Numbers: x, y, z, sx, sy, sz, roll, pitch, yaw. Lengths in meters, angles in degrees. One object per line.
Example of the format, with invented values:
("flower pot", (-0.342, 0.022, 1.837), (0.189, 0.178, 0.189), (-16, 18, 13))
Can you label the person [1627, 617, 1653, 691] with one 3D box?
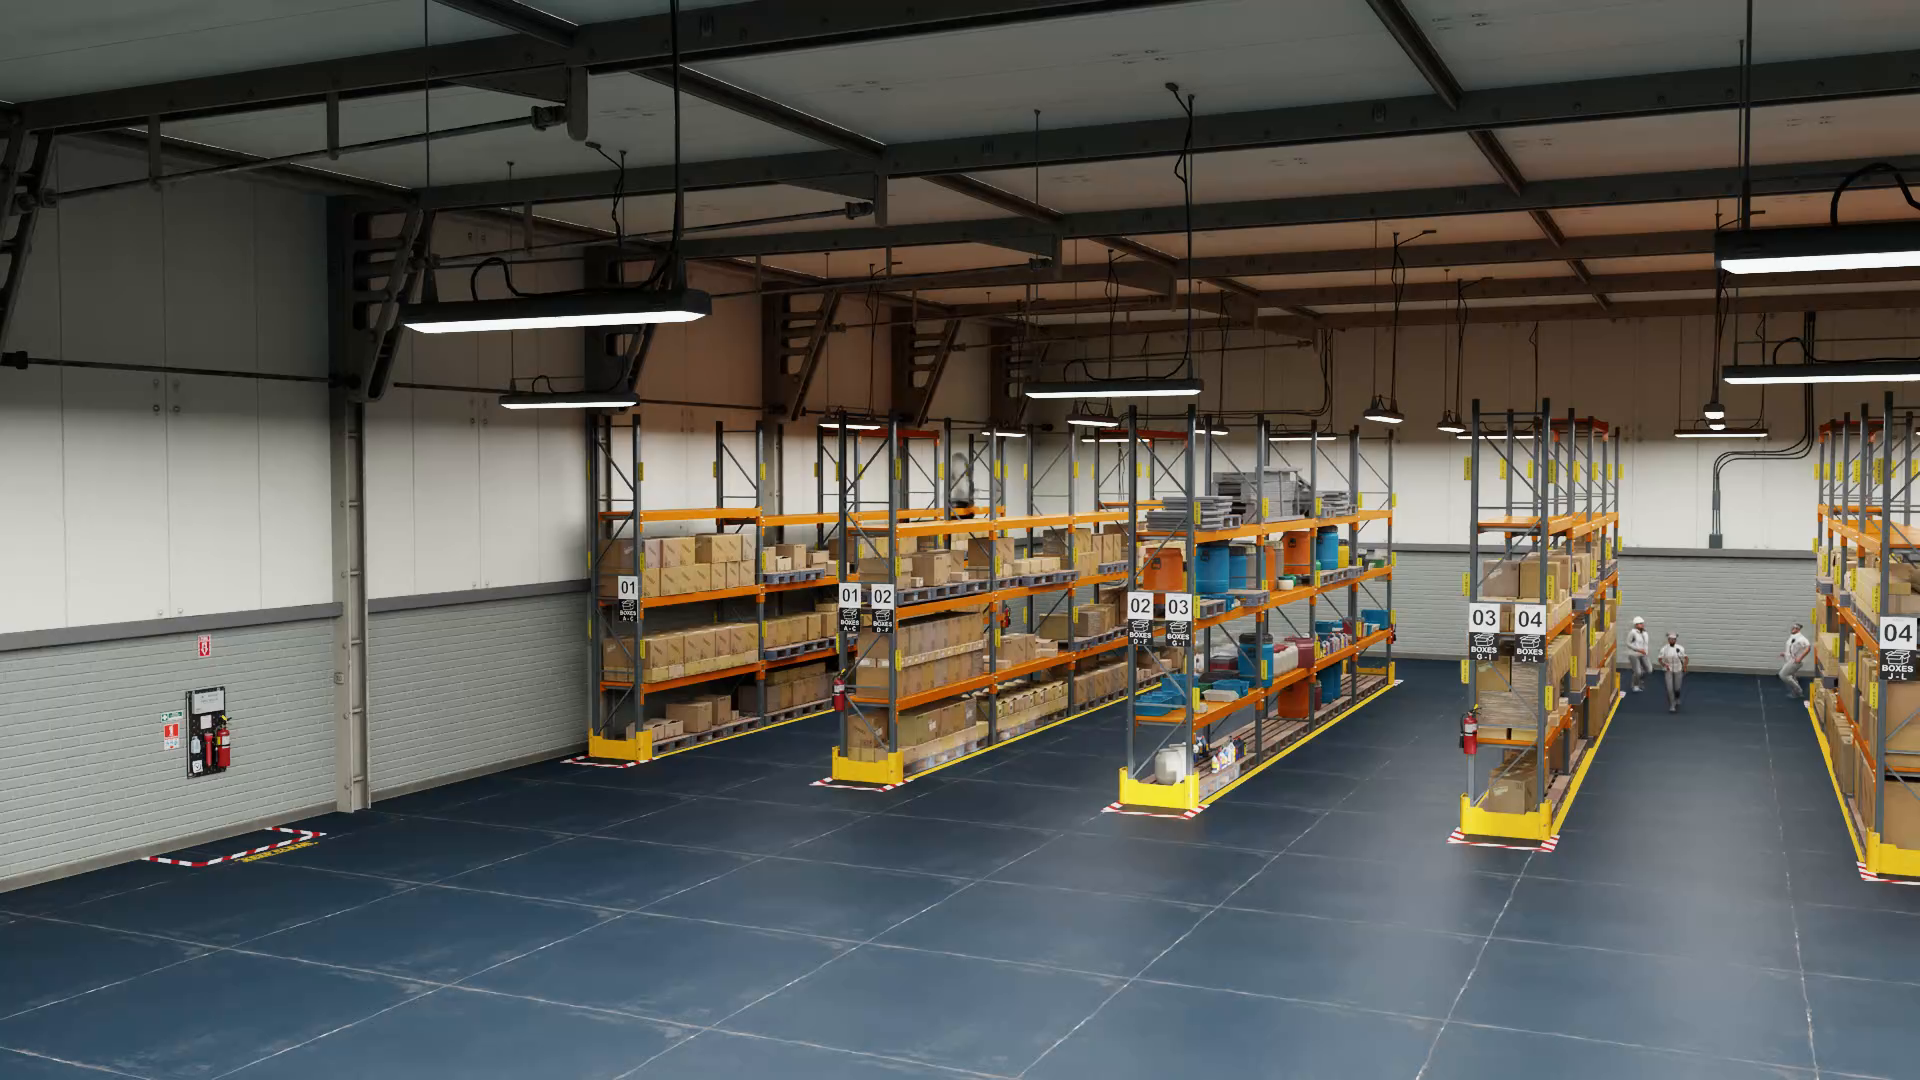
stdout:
("person", (15.381, 2.587, 37.657), (0.656, 1.714, 0.599), (-1, 2, -17))

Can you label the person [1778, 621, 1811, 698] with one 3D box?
("person", (18.318, 2.638, 36.554), (0.580, 1.726, 0.722), (0, 2, 11))

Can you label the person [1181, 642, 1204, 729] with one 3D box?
("person", (4.569, 2.815, 32.475), (0.603, 1.662, 0.940), (1, 3, 25))

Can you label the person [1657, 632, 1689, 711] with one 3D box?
("person", (14.896, 2.745, 34.756), (0.595, 1.657, 0.594), (1, 3, 25))
